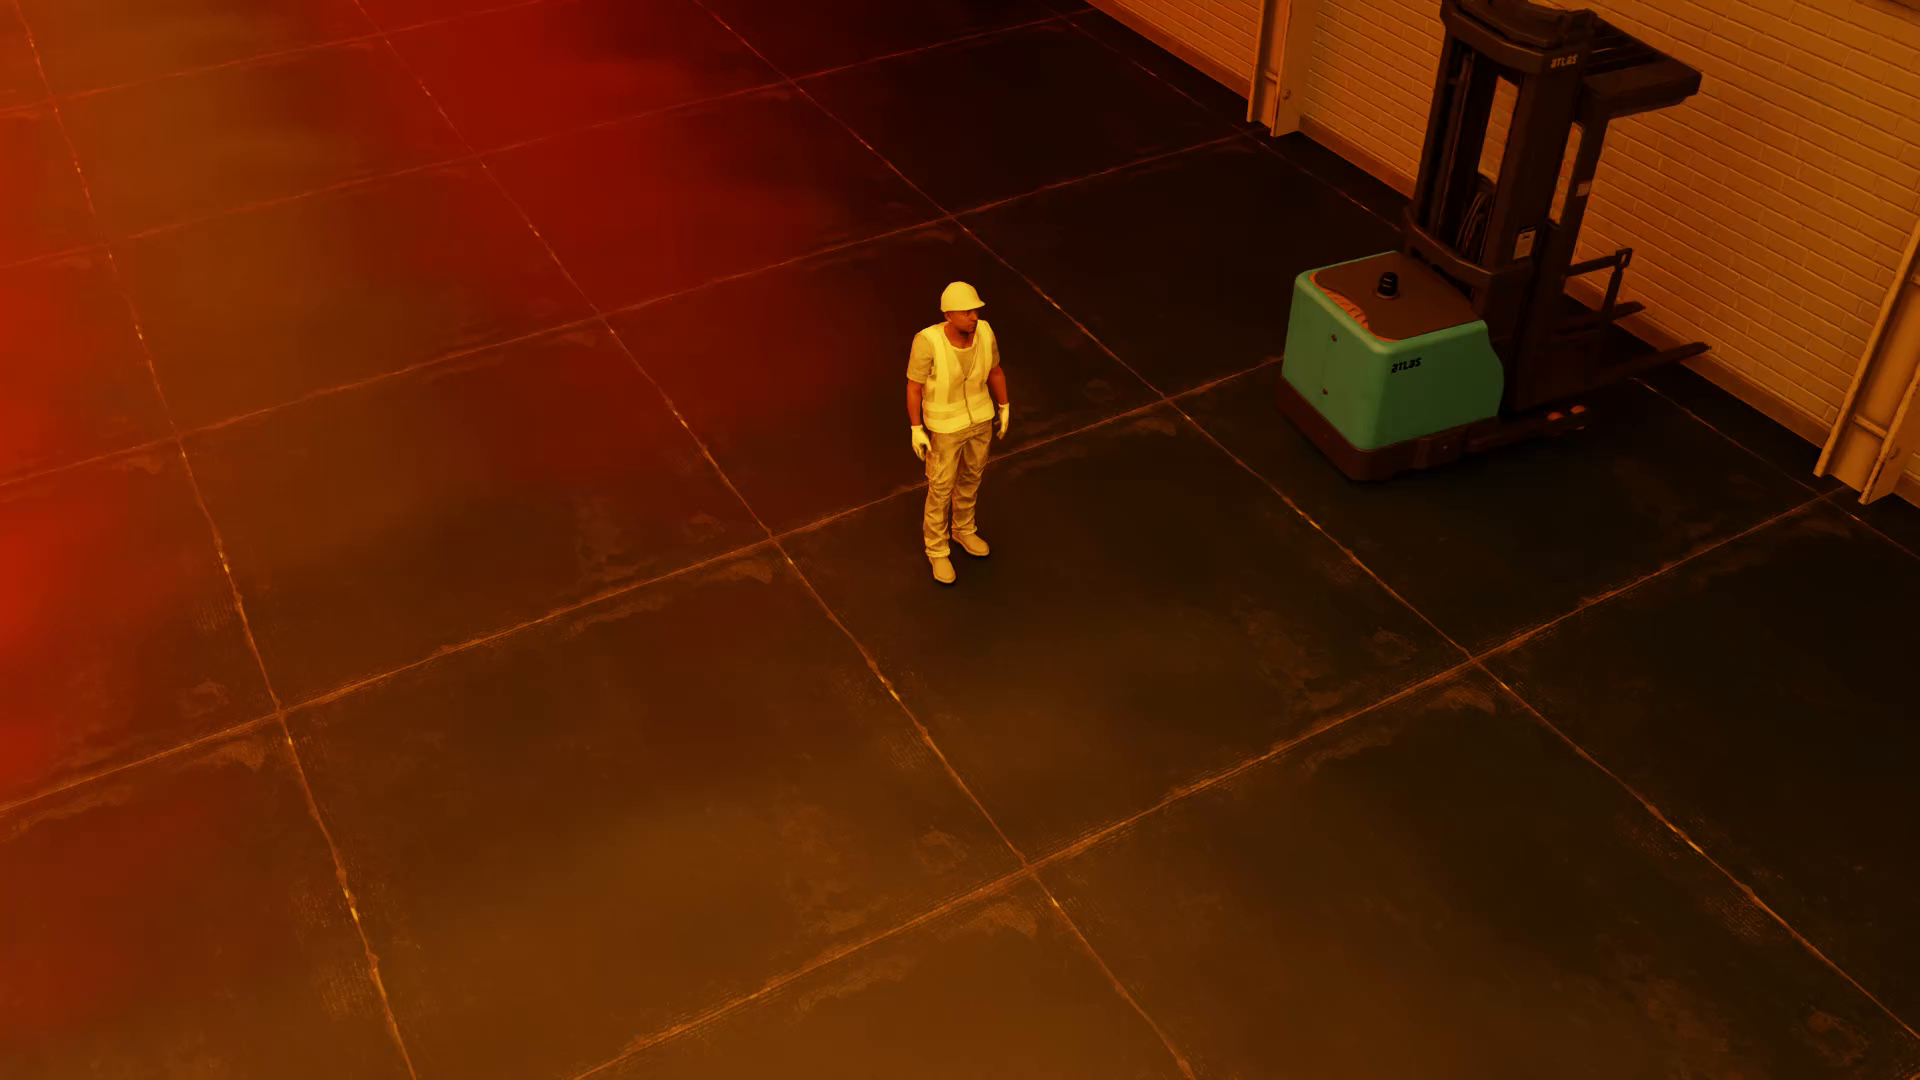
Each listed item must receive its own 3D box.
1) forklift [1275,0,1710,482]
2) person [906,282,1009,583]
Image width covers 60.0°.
[{"bbox_3d":[3.713,-2.116,10.587,3.031,2.935,1.130,-15,42,-18],"label":"forklift"},{"bbox_3d":[0.030,-0.649,9.707,0.656,1.784,0.575,-20,44,-23],"label":"person"}]
